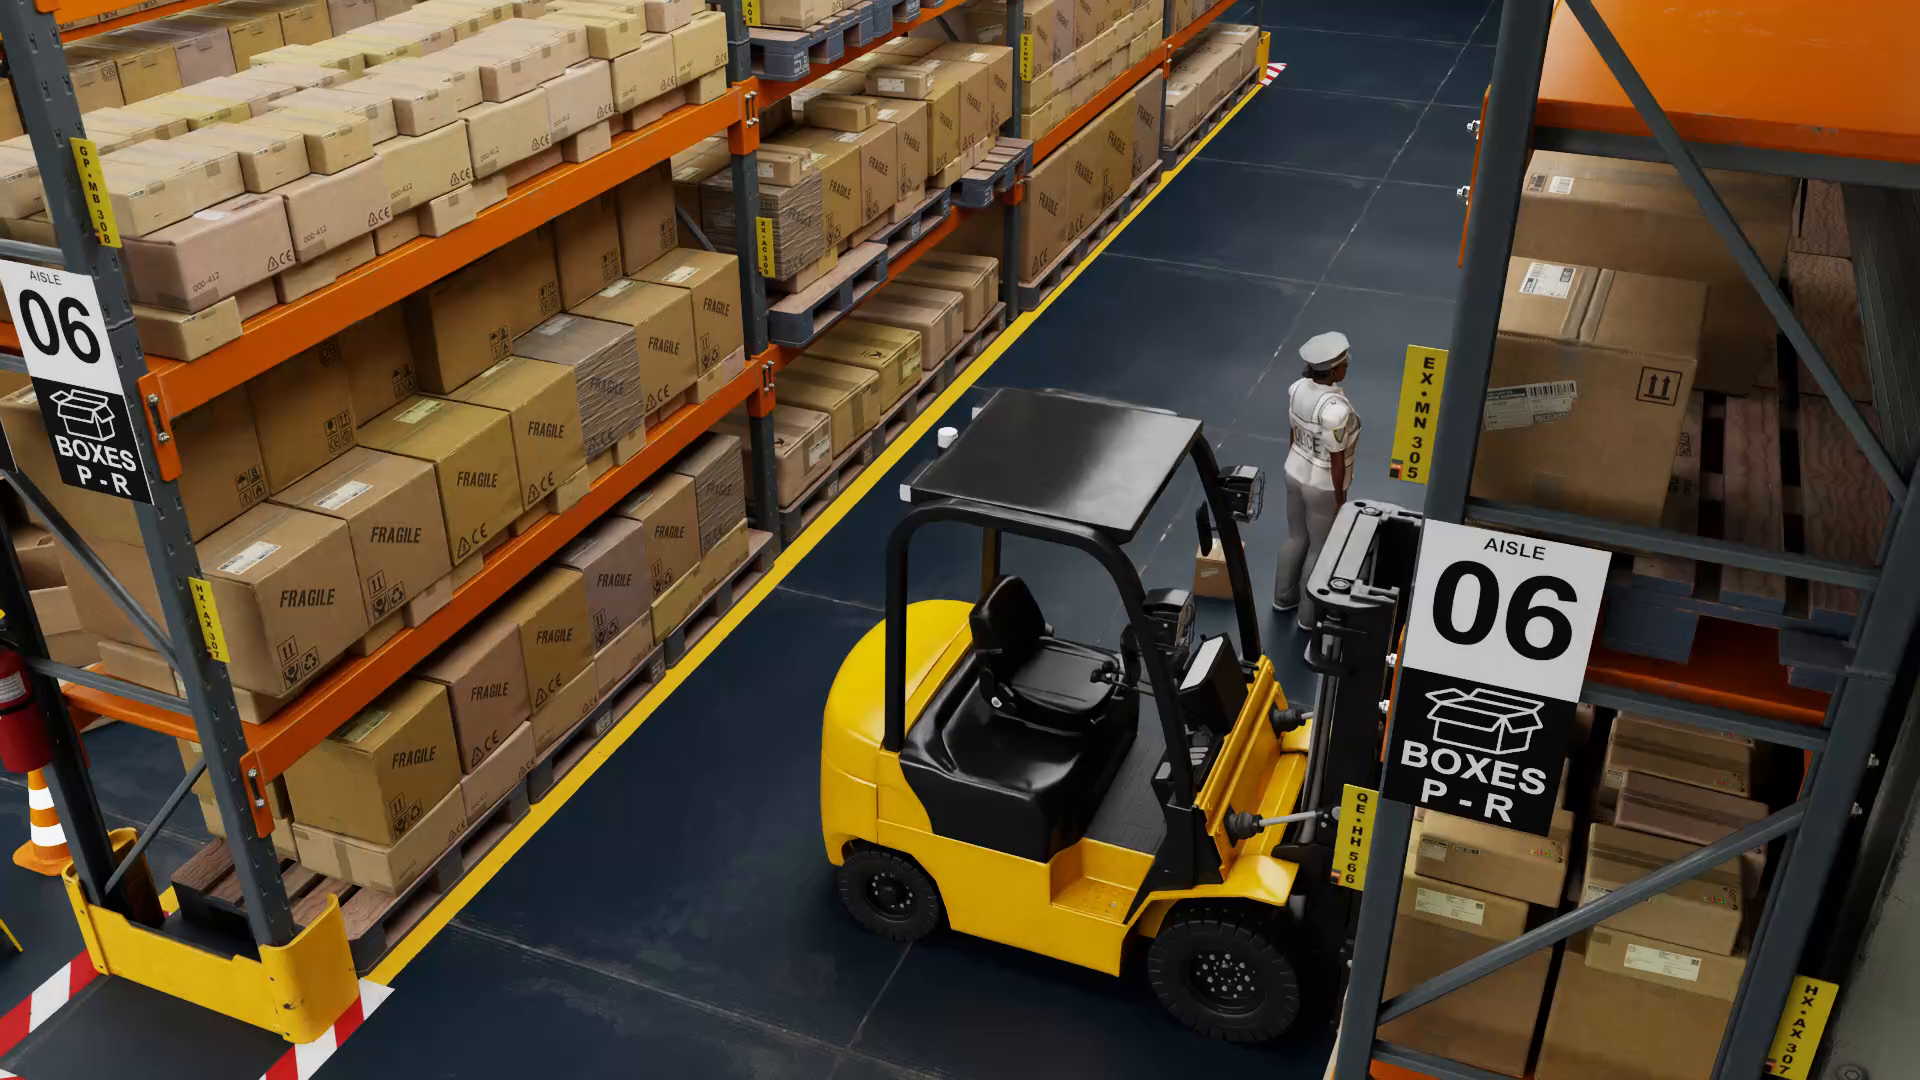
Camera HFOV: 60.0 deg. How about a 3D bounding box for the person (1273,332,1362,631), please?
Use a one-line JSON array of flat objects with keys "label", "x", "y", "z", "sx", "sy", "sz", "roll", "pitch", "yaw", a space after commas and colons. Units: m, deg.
[{"label": "person", "x": 1.928, "y": -0.310, "z": 8.904, "sx": 0.361, "sy": 1.693, "sz": 0.435, "roll": -12, "pitch": 32, "yaw": -21}]
